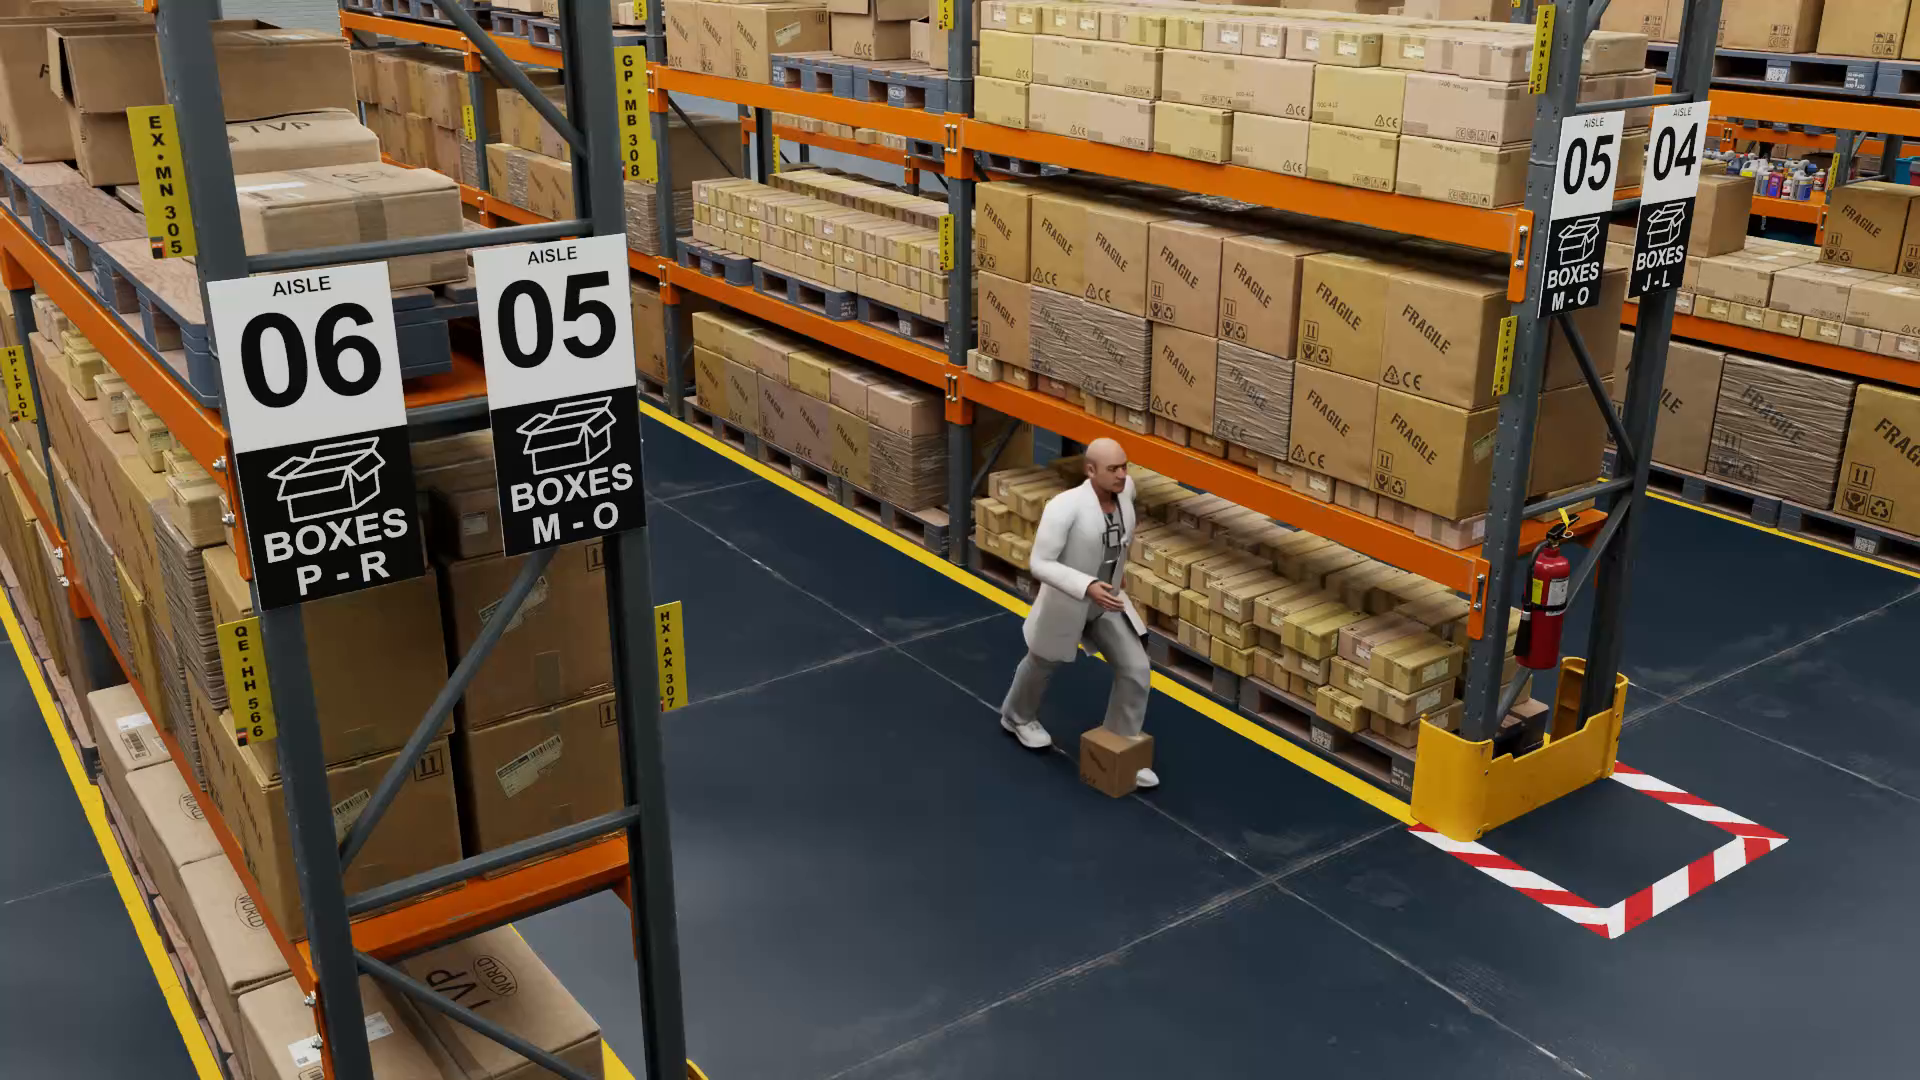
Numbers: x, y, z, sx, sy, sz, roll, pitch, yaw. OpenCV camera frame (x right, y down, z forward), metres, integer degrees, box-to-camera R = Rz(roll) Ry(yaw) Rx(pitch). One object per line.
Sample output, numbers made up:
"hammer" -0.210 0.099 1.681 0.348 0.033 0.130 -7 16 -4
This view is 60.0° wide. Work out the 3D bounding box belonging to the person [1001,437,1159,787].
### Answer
"person" 0.580 0.291 7.914 0.716 1.693 0.992 -12 24 -28
